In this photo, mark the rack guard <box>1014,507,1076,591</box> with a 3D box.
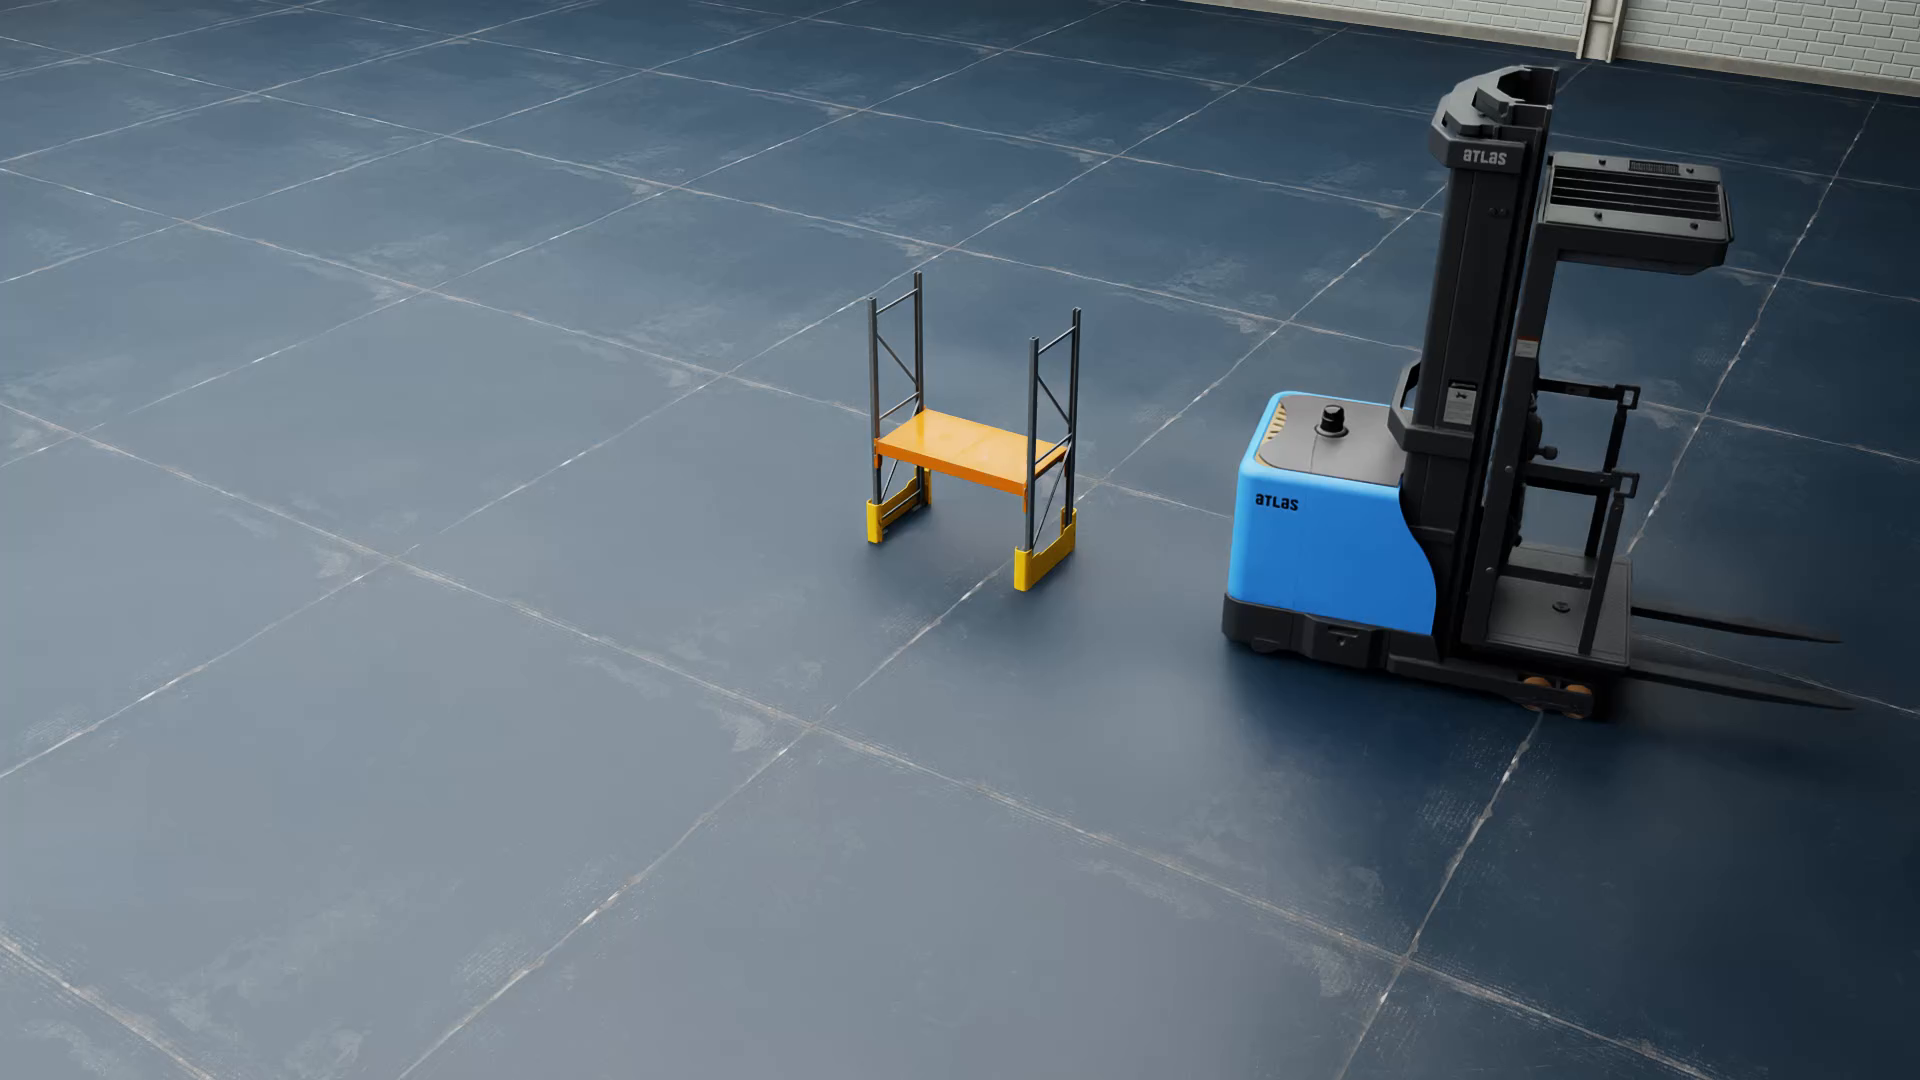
[{"bbox_3d":[0.486,0.046,9.423,0.087,0.250,0.587,18,35,27],"label":"rack guard"}]

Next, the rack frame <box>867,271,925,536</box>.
[{"bbox_3d":[-0.358,-0.761,9.566,0.032,1.500,0.500,18,35,27],"label":"rack frame"}]

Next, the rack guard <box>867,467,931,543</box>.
[{"bbox_3d":[-0.357,-0.221,9.881,0.087,0.250,0.587,18,35,27],"label":"rack guard"}]

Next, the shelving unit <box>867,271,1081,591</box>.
[{"bbox_3d":[0.065,-0.627,9.337,1.083,1.500,0.587,18,35,27],"label":"shelving unit"}]

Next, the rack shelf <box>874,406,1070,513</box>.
[{"bbox_3d":[0.072,-0.470,9.424,1.000,0.185,0.538,18,35,27],"label":"rack shelf"}]

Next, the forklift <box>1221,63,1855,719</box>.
[{"bbox_3d":[2.955,-0.684,8.014,3.031,2.935,1.130,10,32,17],"label":"forklift"}]

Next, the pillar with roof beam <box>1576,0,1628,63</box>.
[{"bbox_3d":[5.133,-7.673,13.973,0.400,9.000,9.100,18,35,27],"label":"pillar with roof beam"}]

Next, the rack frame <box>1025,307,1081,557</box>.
[{"bbox_3d":[0.503,-0.489,9.099,0.032,1.500,0.500,18,35,27],"label":"rack frame"}]
